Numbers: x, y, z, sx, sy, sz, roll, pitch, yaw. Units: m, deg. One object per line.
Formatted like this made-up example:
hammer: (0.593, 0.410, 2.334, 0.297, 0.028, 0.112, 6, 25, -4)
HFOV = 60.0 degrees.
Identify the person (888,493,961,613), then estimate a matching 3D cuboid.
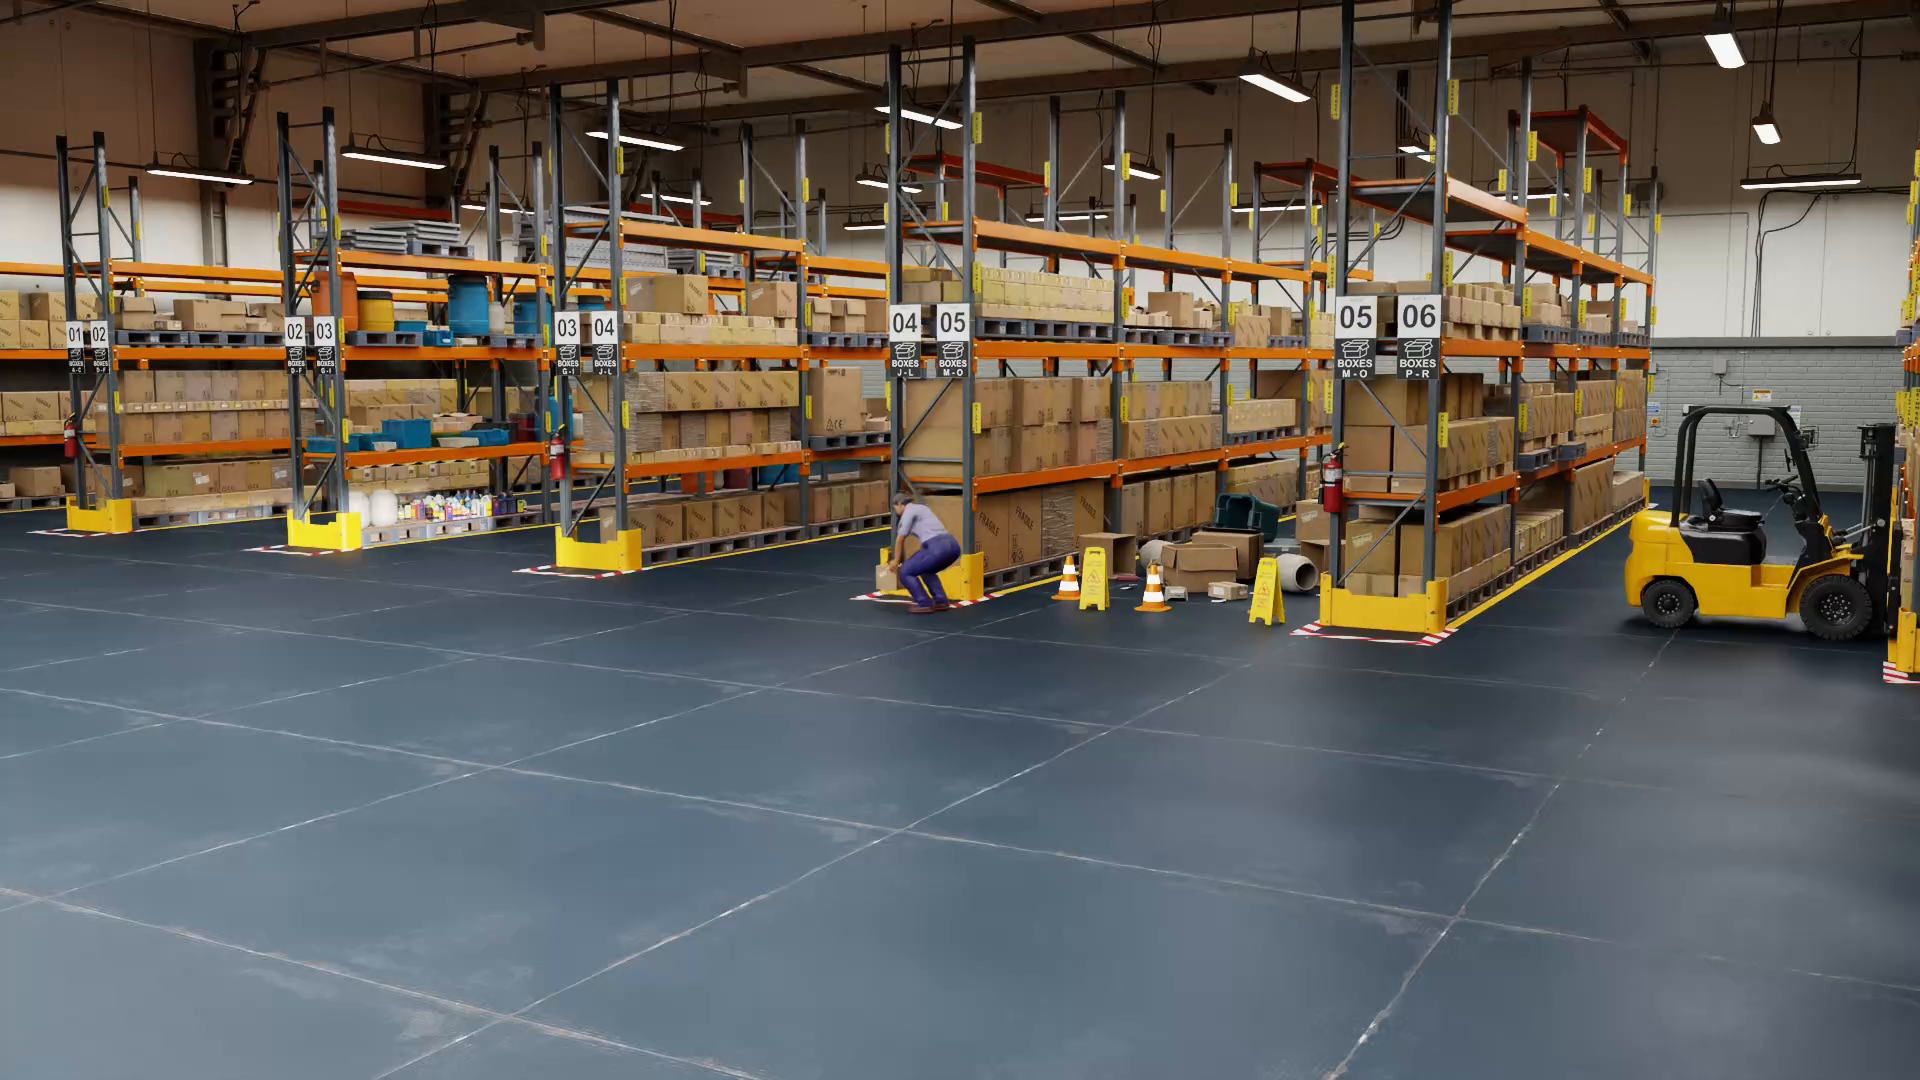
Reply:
person: (-0.381, 0.134, 17.202, 0.727, 1.230, 0.540, 4, 7, 34)
